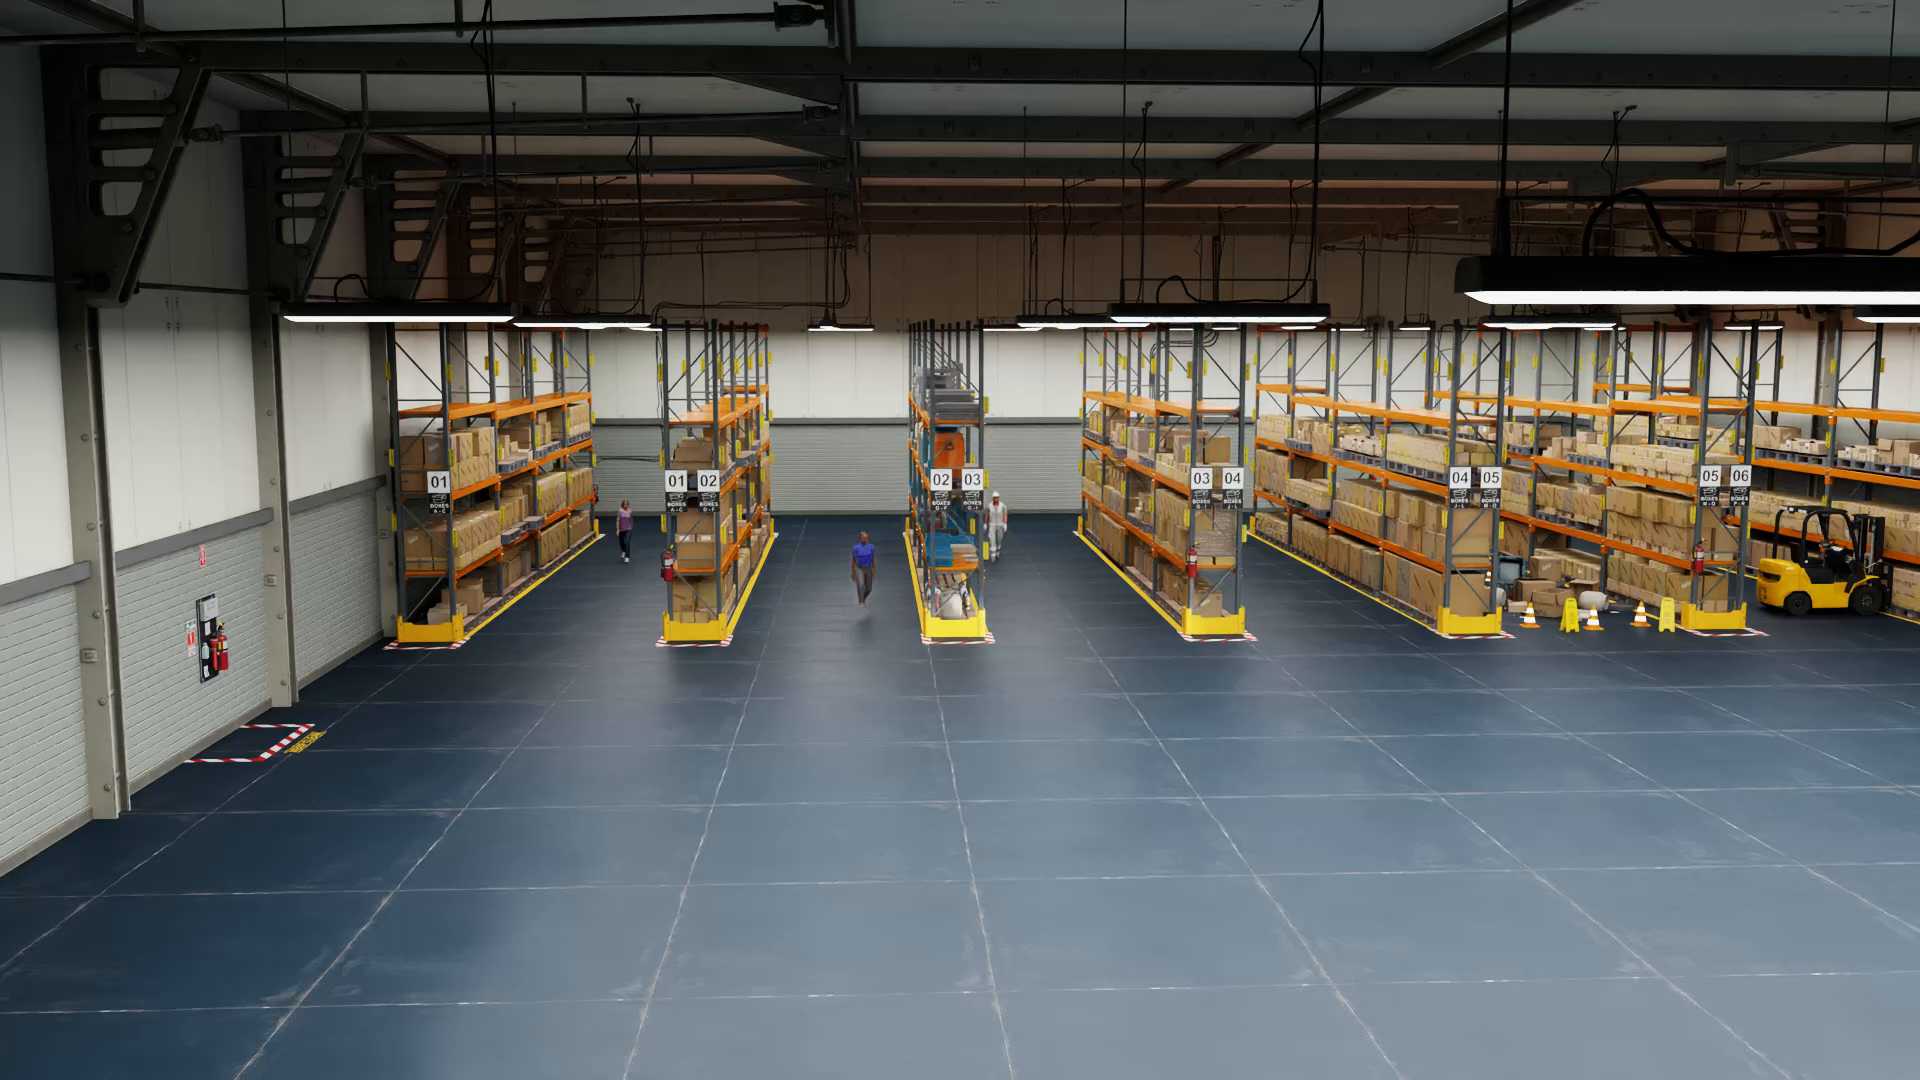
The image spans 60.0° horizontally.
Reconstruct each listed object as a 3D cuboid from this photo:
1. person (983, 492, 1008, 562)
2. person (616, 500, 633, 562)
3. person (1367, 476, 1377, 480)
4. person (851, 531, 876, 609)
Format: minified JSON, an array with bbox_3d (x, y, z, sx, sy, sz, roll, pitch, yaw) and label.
[{"bbox_3d":[0.917,-0.354,42.007,0.580,1.720,1.050,-1,7,-8],"label":"person"},{"bbox_3d":[-8.474,-0.258,42.053,0.389,1.550,0.899,0,7,-4],"label":"person"},{"bbox_3d":[11.617,-0.925,46.658,0.472,1.790,0.603,5,9,36],"label":"person"},{"bbox_3d":[-1.940,0.601,33.408,0.474,1.436,0.883,-2,7,-19],"label":"person"}]
